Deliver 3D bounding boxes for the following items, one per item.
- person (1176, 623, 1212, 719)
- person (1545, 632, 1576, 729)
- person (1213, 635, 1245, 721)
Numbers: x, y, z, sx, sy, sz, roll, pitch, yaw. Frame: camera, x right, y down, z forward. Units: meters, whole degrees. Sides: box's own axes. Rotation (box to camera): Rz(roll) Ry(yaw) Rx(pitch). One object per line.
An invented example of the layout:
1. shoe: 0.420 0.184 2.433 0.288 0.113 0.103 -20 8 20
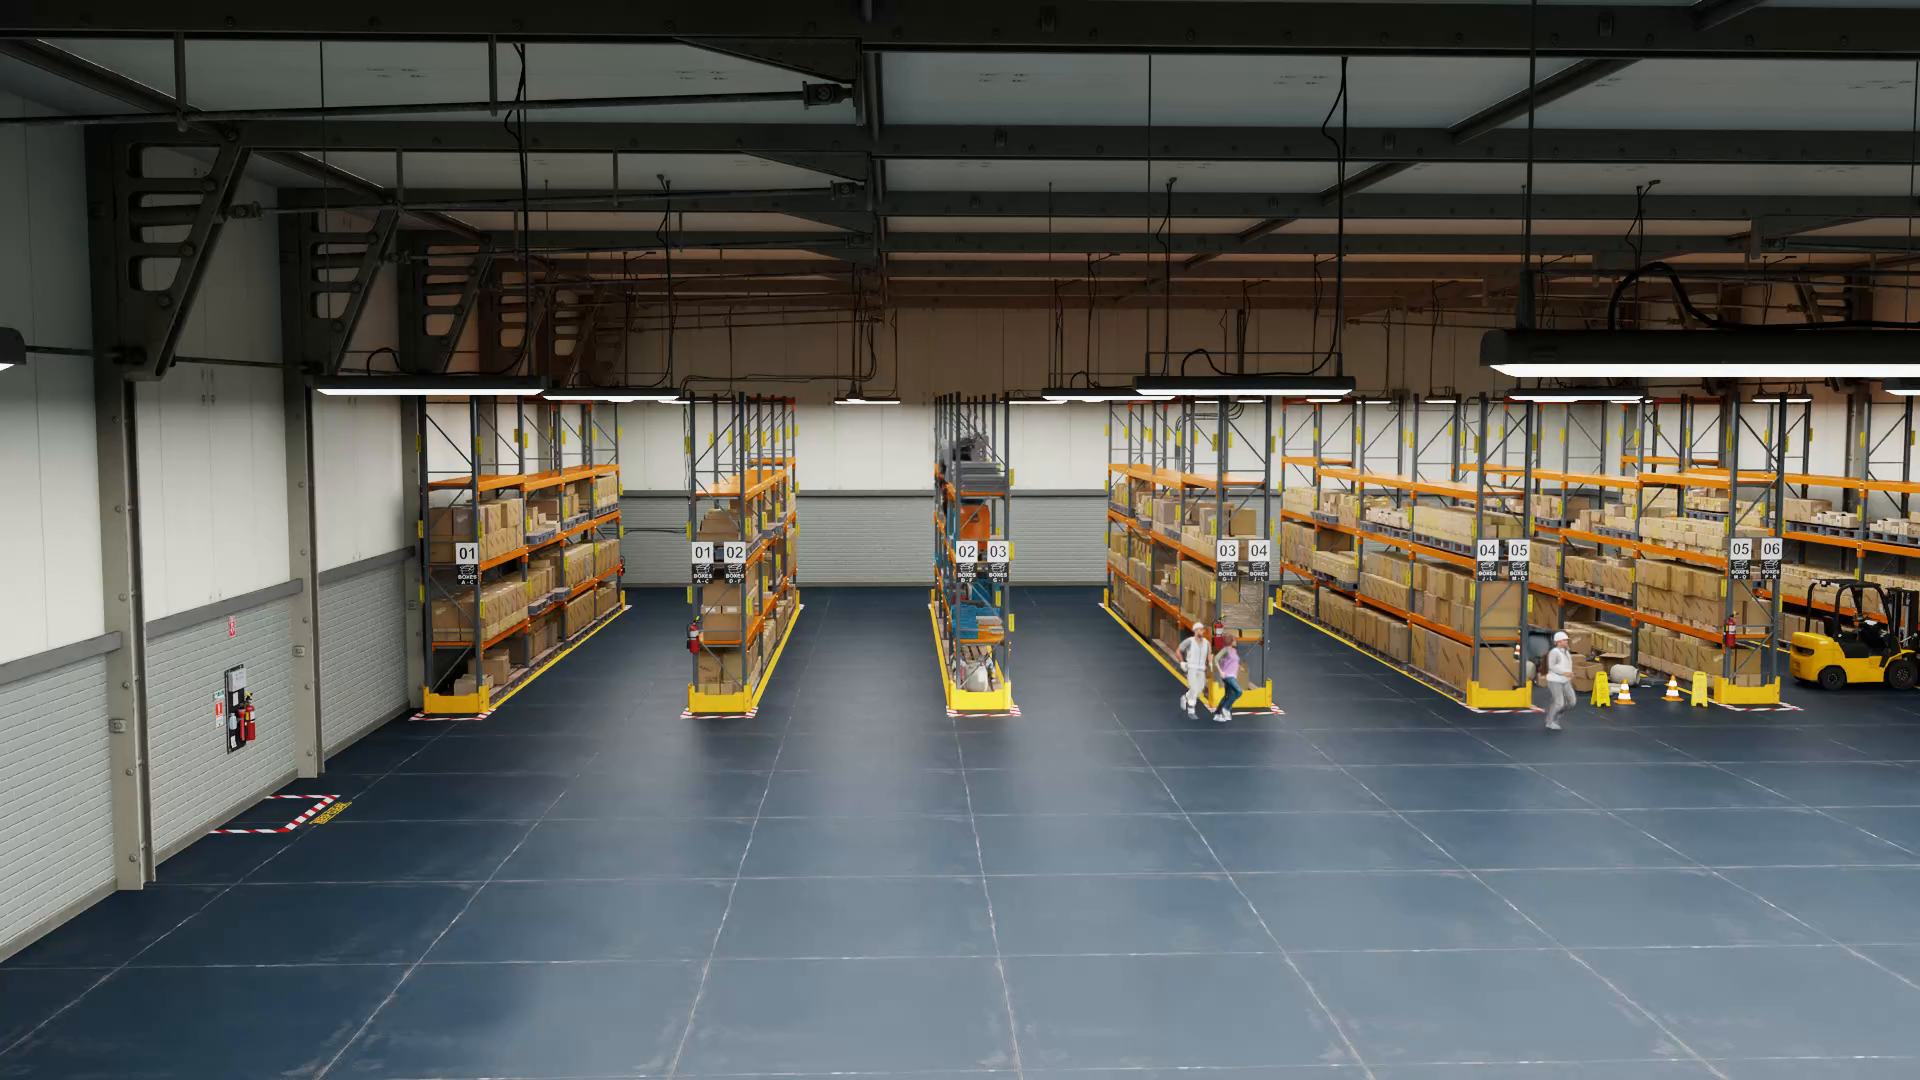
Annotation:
1. person: 4.353 2.403 30.733 0.710 1.739 0.632 -2 5 -22
2. person: 10.685 2.491 29.470 0.679 1.733 0.584 -4 6 -40
3. person: 4.922 2.507 30.295 0.563 1.560 0.528 3 5 30
